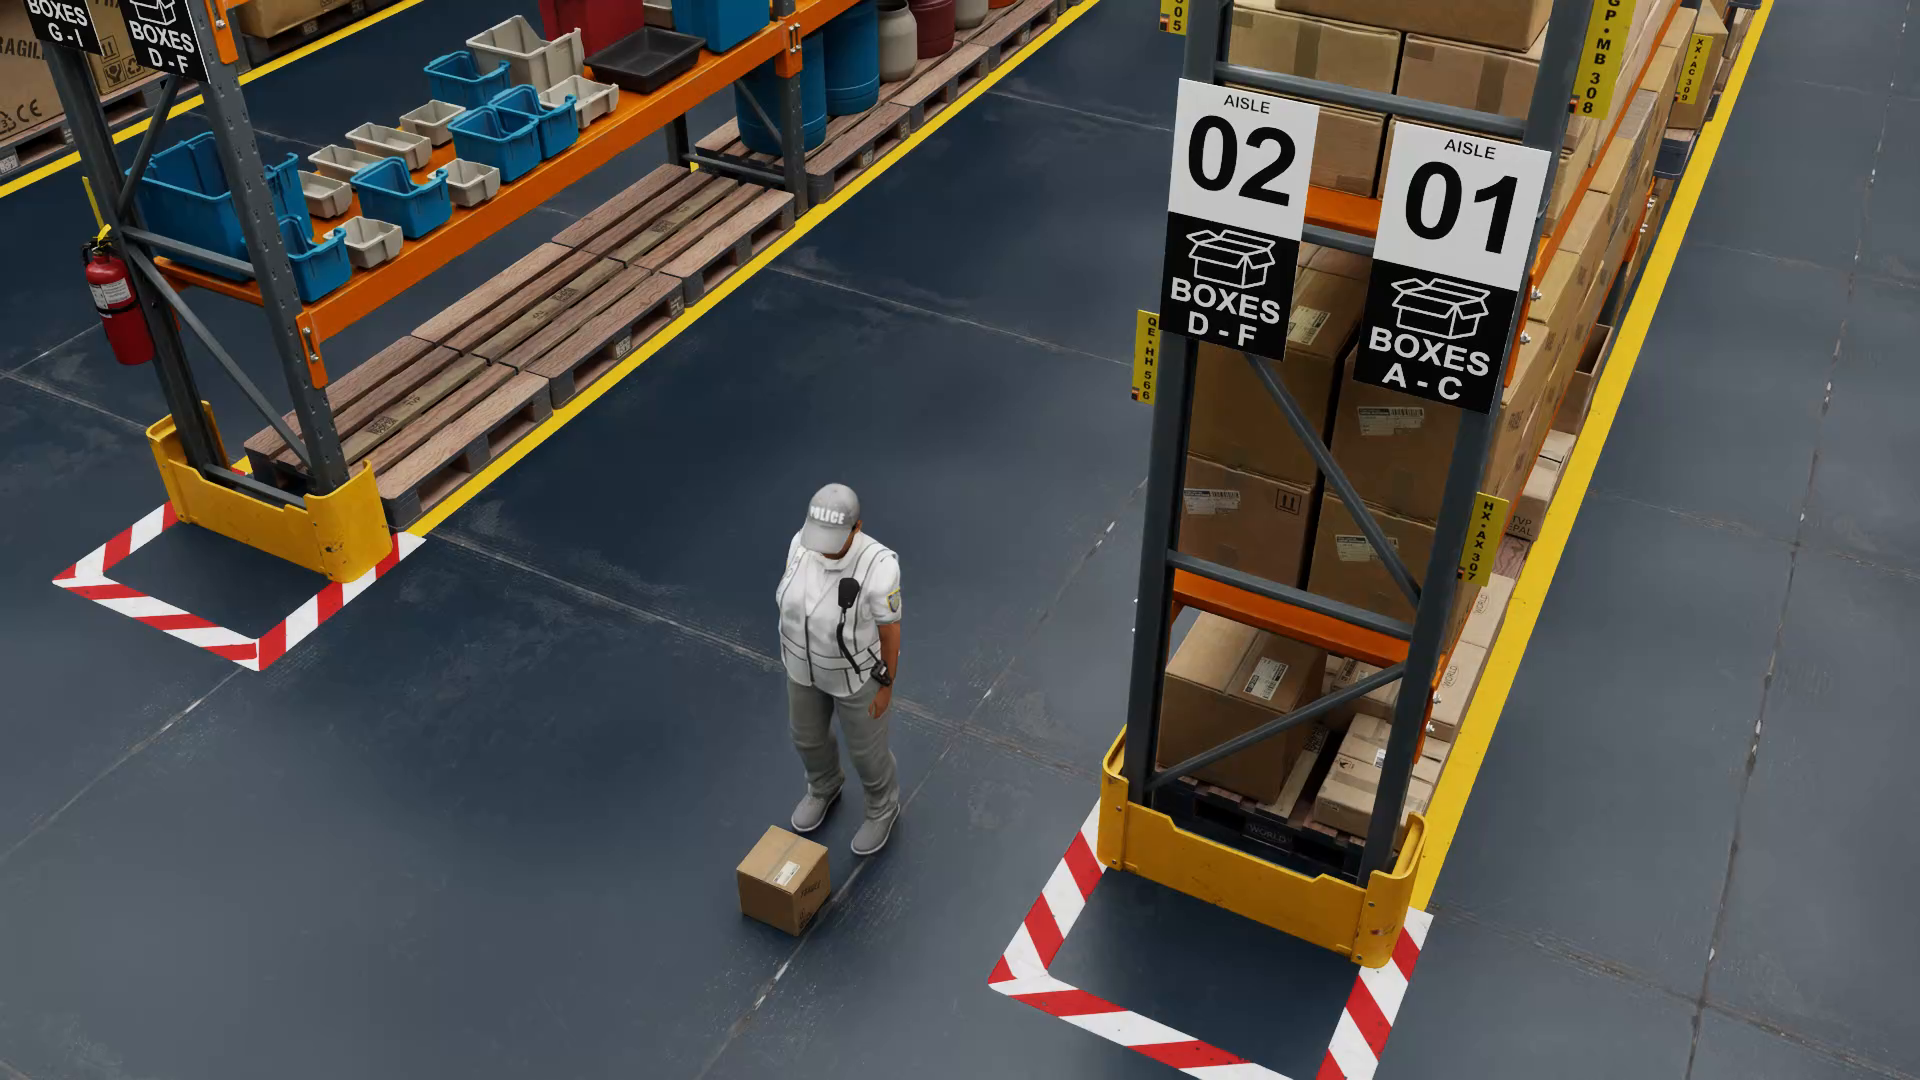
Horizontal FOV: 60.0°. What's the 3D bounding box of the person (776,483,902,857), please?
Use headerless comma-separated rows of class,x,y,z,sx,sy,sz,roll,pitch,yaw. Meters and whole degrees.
person,-0.435,0.480,6.145,0.469,1.659,0.390,19,42,22
